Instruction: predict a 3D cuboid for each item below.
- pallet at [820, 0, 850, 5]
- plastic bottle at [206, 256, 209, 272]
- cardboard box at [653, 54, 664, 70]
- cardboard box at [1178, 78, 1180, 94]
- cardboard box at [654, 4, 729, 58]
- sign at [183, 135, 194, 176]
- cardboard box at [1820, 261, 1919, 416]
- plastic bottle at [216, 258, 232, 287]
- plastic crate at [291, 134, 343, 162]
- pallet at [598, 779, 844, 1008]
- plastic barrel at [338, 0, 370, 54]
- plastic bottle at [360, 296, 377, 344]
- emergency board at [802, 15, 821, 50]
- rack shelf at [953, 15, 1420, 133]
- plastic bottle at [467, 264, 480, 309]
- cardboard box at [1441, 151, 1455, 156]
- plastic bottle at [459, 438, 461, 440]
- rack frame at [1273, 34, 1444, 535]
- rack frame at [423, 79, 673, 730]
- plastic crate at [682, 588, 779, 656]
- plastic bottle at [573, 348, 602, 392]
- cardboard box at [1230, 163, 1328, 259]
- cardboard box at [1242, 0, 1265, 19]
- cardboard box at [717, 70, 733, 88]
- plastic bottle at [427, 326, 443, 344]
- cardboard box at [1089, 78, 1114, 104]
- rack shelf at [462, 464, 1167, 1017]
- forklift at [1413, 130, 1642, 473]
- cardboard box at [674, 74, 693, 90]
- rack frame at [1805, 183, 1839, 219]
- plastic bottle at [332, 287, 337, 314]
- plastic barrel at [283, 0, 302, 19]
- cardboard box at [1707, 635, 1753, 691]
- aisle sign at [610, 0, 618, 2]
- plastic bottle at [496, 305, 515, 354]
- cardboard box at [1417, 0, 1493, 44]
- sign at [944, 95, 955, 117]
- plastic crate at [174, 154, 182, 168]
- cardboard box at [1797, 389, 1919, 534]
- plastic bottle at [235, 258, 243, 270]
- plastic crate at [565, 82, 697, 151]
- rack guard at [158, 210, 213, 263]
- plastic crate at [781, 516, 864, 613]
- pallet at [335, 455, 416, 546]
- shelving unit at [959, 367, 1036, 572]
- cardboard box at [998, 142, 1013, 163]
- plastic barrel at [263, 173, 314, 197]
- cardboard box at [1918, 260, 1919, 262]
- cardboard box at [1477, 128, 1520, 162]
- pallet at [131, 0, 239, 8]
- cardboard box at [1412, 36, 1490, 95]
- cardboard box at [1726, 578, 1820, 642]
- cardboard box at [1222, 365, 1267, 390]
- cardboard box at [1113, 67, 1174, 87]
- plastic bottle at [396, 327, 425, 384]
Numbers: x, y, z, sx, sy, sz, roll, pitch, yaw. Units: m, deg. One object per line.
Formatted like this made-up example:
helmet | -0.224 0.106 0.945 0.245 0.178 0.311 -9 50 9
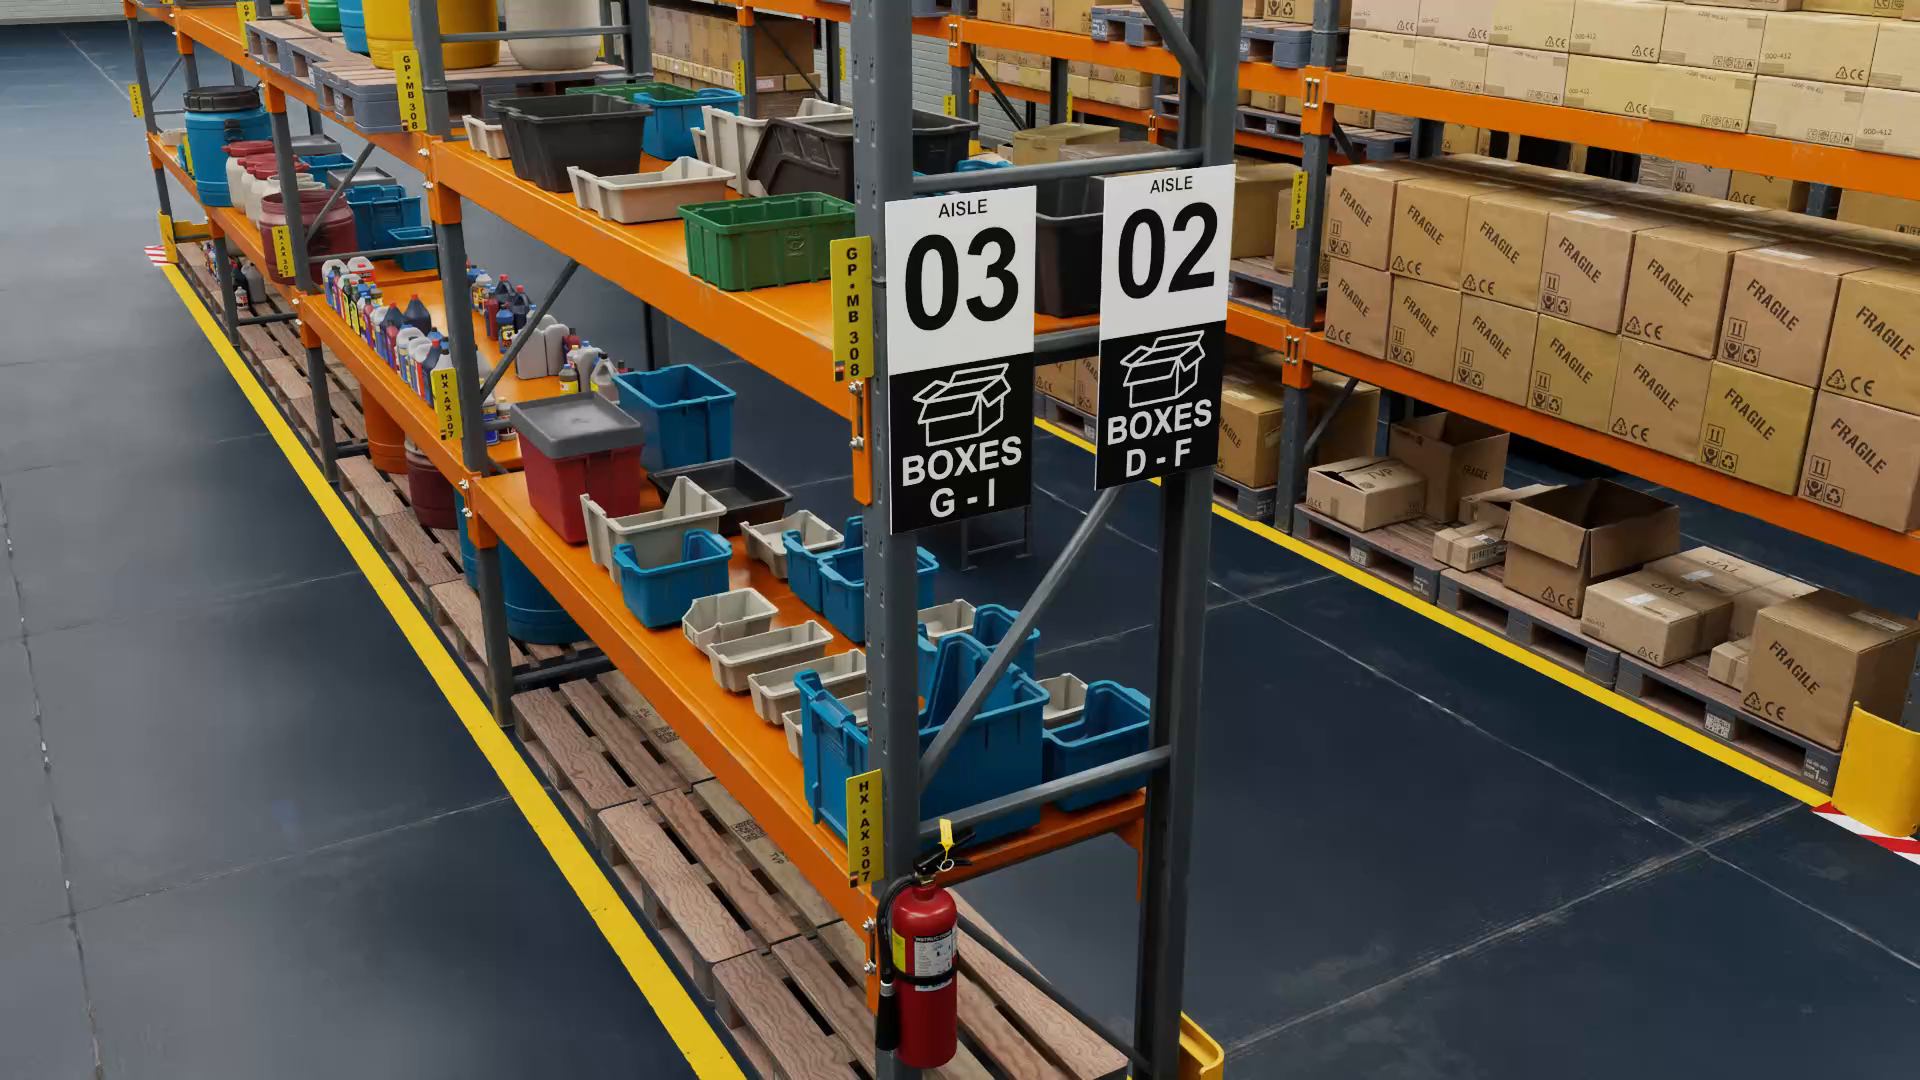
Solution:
pallet | -0.603 -4.698 14.153 1.003 0.211 1.213 -11 25 -26
plastic bottle | -7.241 -2.697 16.096 0.097 0.201 0.097 0 22 0
cardboard box | -3.148 -5.266 18.290 0.380 0.149 0.250 -14 26 -30
cardboard box | 2.839 -5.160 18.305 0.700 0.500 0.500 -13 25 -28
cardboard box | -2.906 -5.566 18.166 0.700 0.500 0.500 -12 25 -28
sign | -6.387 -3.201 13.836 0.100 0.325 0.005 -13 25 -28
cardboard box | 4.017 -0.843 6.941 0.500 0.500 0.500 -13 25 -29
plastic bottle | -6.828 -2.490 15.488 0.152 0.276 0.135 -12 25 -27
plastic crate | -5.398 -3.107 13.887 0.402 0.464 0.583 -13 25 -28
pallet | -0.786 1.332 6.753 1.003 0.211 1.213 -13 25 -28
plastic barrel | -2.826 -2.925 8.317 0.600 0.901 0.708 -13 25 -28
plastic bottle | -3.415 -1.277 9.639 0.097 0.271 0.097 0 22 0
emergency board | -2.628 -9.065 28.630 0.194 1.169 0.643 -13 25 -28
rack shelf | 1.416 -3.241 11.273 1.077 0.370 4.000 -13 25 -28
plastic bottle | -3.032 -1.593 10.419 0.097 0.271 0.097 0 22 0
cardboard box | 4.620 -3.528 15.314 0.380 0.149 0.250 -13 26 -29
plastic bottle | -2.384 -0.591 8.046 0.097 0.201 0.097 0 22 0
rack frame | 2.438 -1.537 10.109 1.000 3.000 0.127 -13 25 -28
rack frame | -1.822 -0.585 7.768 1.000 3.000 0.127 -13 25 -28
plastic crate | -0.817 0.300 5.860 0.298 0.136 0.250 -13 25 -28
plastic bottle | -1.918 -0.870 8.632 0.152 0.276 0.135 -13 25 -28
cardboard box | 1.983 -2.185 11.012 0.700 0.500 0.500 -8 24 -20
cardboard box | 1.883 -3.603 10.385 0.600 0.600 0.600 -13 25 -29
cardboard box | -2.232 -4.685 16.860 0.380 0.149 0.250 -13 26 -30
plastic bottle | -2.835 -1.021 9.012 0.097 0.271 0.097 0 22 0
cardboard box | 1.858 -5.278 19.487 0.500 0.250 0.500 -12 25 -28
rack shelf | -0.801 0.395 6.311 1.077 0.370 4.000 -13 25 -28
forklift | 4.032 -2.322 12.132 1.130 2.935 3.031 -12 25 -27
cardboard box | -2.671 -4.814 18.038 0.700 0.500 0.500 -12 25 -27
rack frame | 6.695 -2.491 12.457 1.000 3.000 0.127 -13 25 -28
plastic bottle | -3.837 -1.512 10.311 0.097 0.201 0.097 0 22 0
plastic barrel | -4.433 -3.988 11.586 0.600 0.830 0.708 -13 25 -28
cardboard box | 3.862 0.590 8.056 0.380 0.166 0.250 -13 25 -28
aisle sign | -3.989 -6.588 19.084 0.394 0.787 0.004 -13 25 -28
plastic bottle | -2.582 -1.202 9.456 0.097 0.271 0.097 0 22 0
cardboard box | 2.730 -2.722 8.576 0.500 0.250 0.500 -13 25 -28
sign | -0.081 -3.260 12.812 0.100 0.325 0.005 -13 25 -28
plastic crate | -6.956 -3.530 15.363 0.530 0.136 0.437 -13 25 -28
cardboard box | 4.018 -0.381 7.133 0.500 0.500 0.500 -12 25 -27
plastic bottle | -6.674 -2.468 15.424 0.061 0.283 0.133 -13 25 -28
plastic crate | -1.346 -1.798 7.049 0.450 0.188 0.662 -13 25 -28
rack guard | -7.873 -3.296 17.758 1.175 0.500 0.348 -13 25 -28
plastic crate | -0.448 0.092 6.243 0.416 0.233 0.300 -13 25 -28
pallet | -3.427 -0.341 10.871 1.003 0.211 1.213 -13 25 -28
shelving unit | -0.044 -0.722 10.097 0.538 1.500 1.048 -13 25 -28
cardboard box | 0.841 -5.093 21.843 0.500 0.311 0.500 -16 27 -34
plastic barrel | -4.790 -2.360 11.987 0.421 0.512 0.421 0 22 0
cardboard box | 4.481 -0.946 7.195 0.500 0.500 0.500 -12 25 -27
cardboard box | 4.939 -3.601 14.634 0.500 0.500 0.500 -12 25 -26
pallet | -6.361 -4.692 14.139 1.213 0.211 1.003 -13 25 -28
cardboard box | 2.726 -2.490 8.668 0.500 0.250 0.500 -13 25 -28
cardboard box | 4.192 0.435 8.324 0.500 0.250 0.500 -13 25 -28
cardboard box | 1.694 -0.849 11.152 0.500 0.500 0.500 -13 25 -28
cardboard box | 2.101 -5.461 18.941 0.500 0.500 0.500 -13 25 -28
plastic bottle | -2.933 -0.994 8.937 0.152 0.276 0.135 -13 25 -28
